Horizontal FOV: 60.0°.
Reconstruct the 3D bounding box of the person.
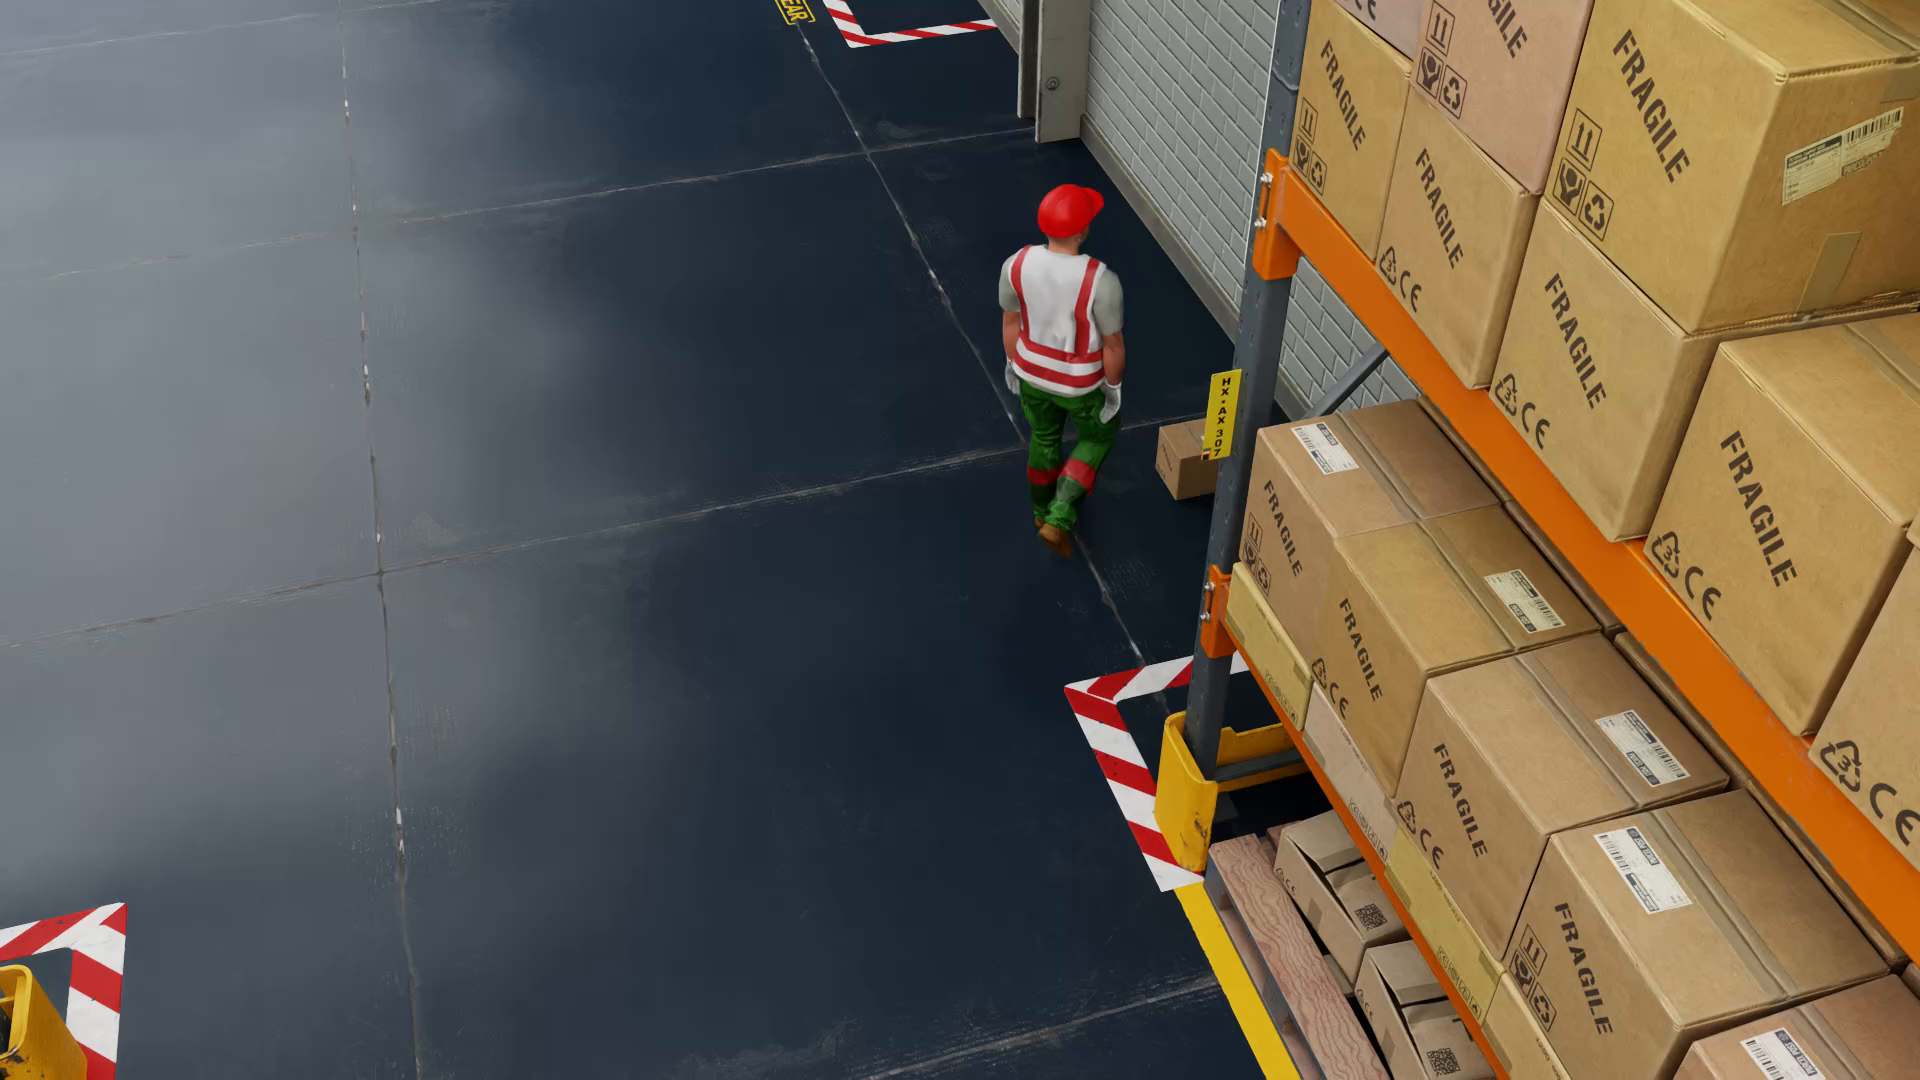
[{"bbox_3d":[0.418,-0.671,6.874,0.542,1.779,0.650,17,45,18],"label":"person"}]
